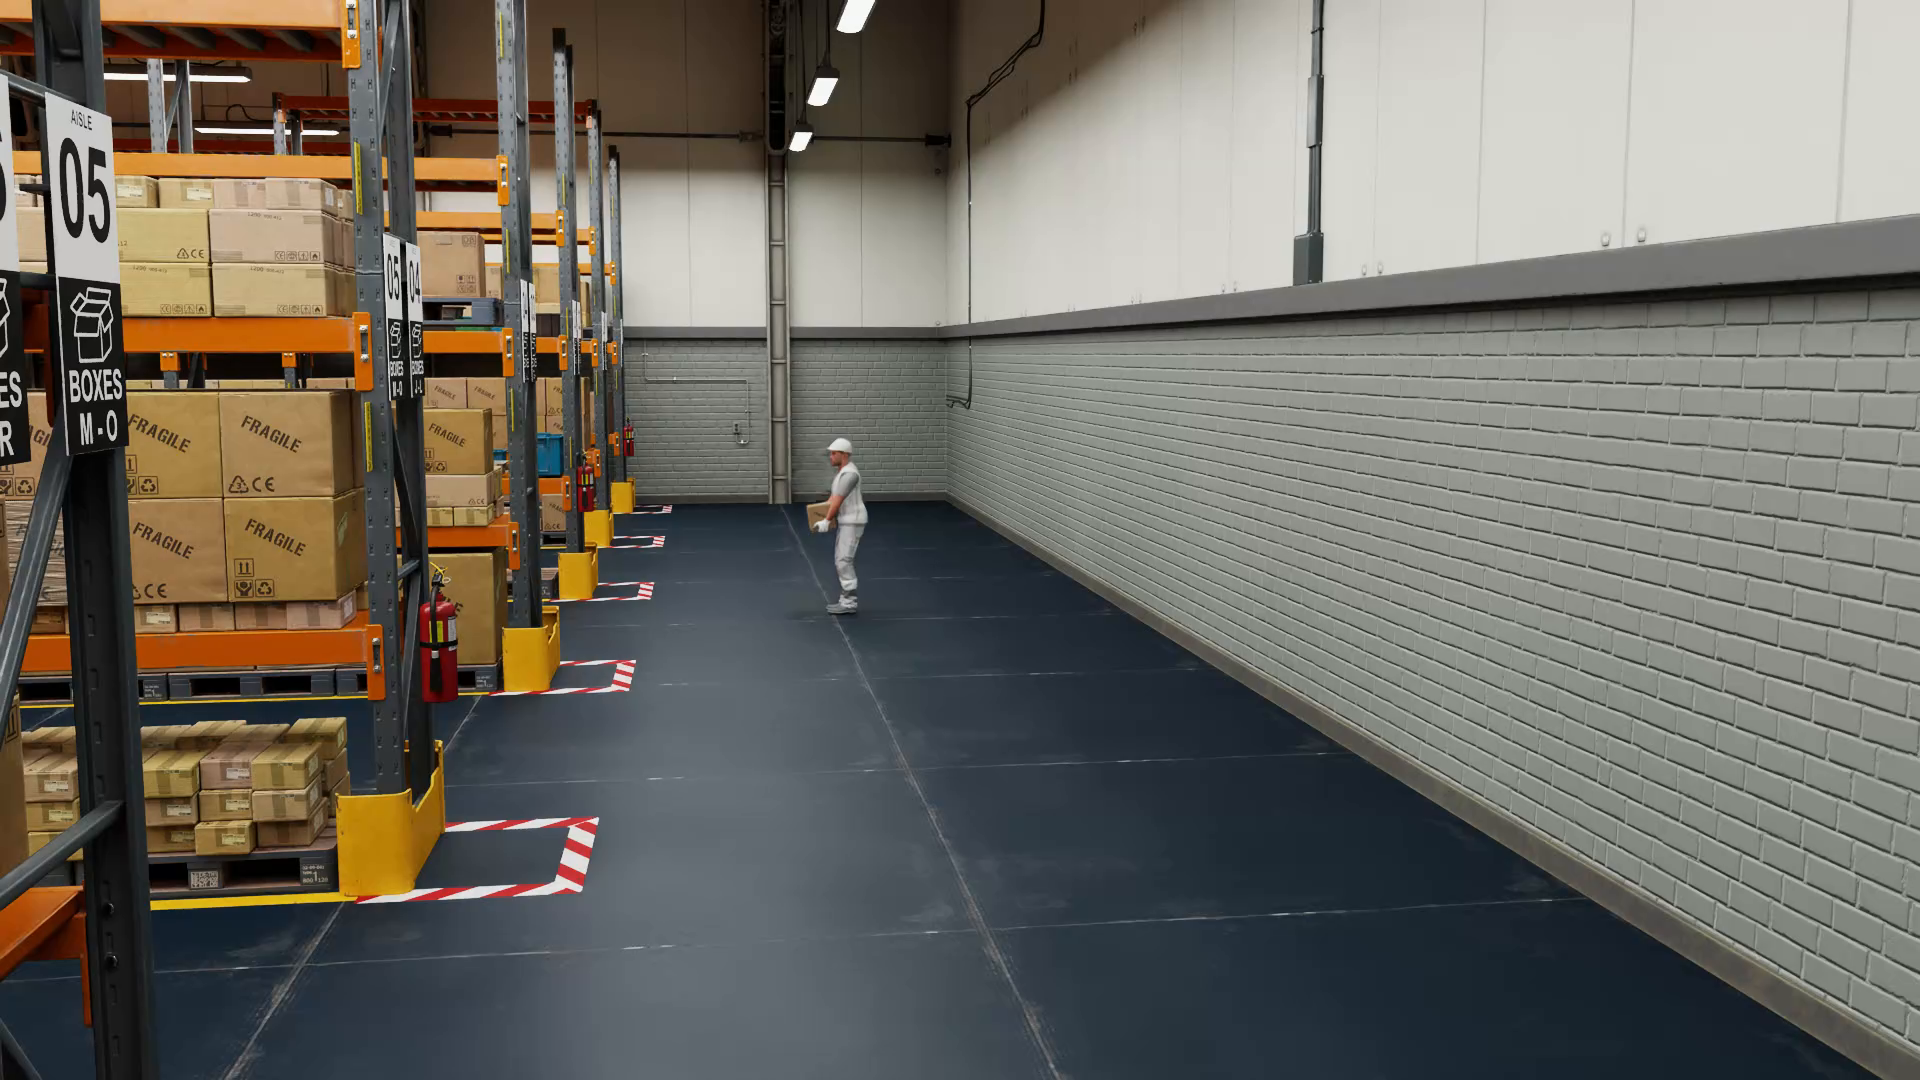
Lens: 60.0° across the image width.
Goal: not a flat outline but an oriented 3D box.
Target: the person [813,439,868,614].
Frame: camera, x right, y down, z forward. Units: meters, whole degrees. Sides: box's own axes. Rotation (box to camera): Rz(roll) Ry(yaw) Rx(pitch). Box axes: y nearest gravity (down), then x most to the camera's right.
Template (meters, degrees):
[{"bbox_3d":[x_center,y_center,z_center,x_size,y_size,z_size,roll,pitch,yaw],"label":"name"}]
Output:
[{"bbox_3d":[-1.224,-0.142,16.912,0.571,1.776,0.494,-1,6,-10],"label":"person"}]
